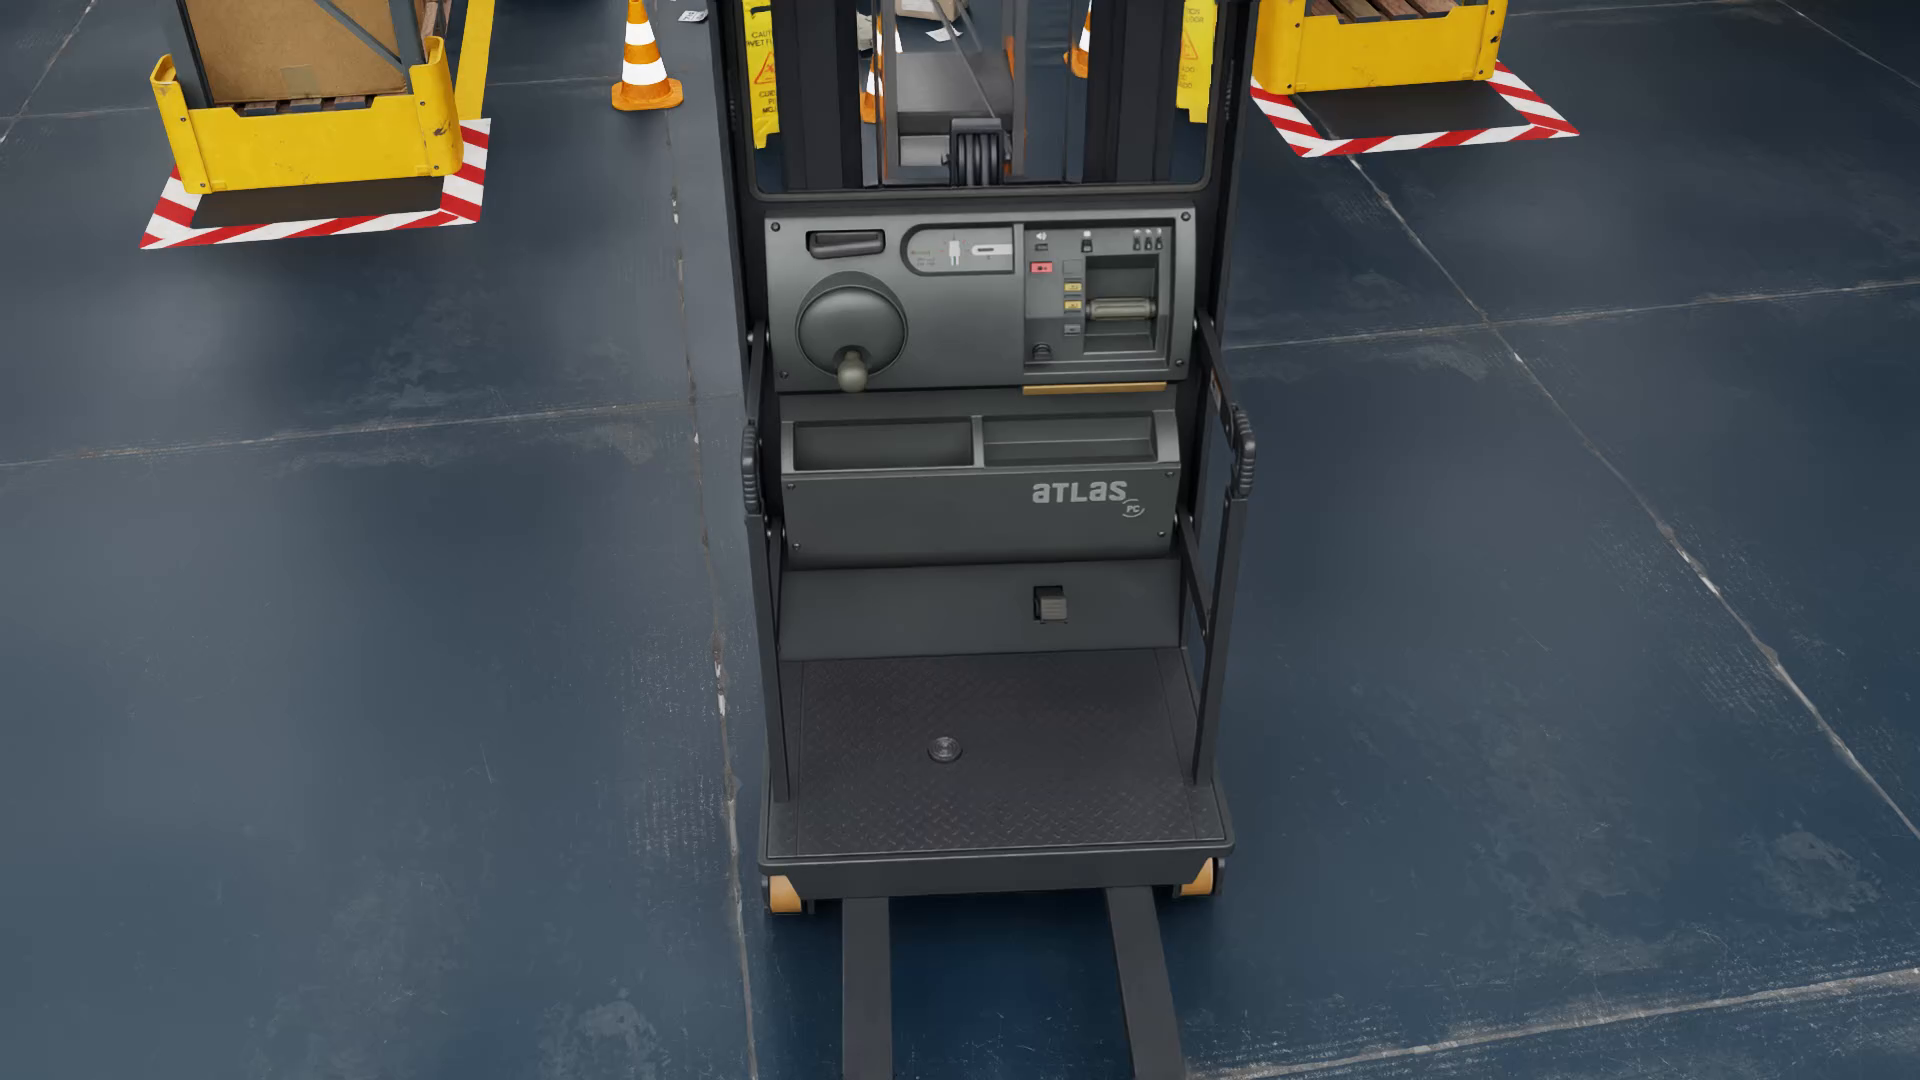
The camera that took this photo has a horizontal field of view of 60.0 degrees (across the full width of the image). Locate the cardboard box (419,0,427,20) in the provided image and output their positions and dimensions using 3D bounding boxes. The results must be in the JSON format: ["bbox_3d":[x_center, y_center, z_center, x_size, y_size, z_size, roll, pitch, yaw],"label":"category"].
[{"bbox_3d":[-3.150,-3.111,8.198,0.875,0.875,0.875,-7,38,-9],"label":"cardboard box"}]

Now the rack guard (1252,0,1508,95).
[{"bbox_3d":[2.033,-2.502,8.063,1.175,0.500,0.348,-6,38,-8],"label":"rack guard"}]

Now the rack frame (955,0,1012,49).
[{"bbox_3d":[-0.040,-1.363,5.293,0.400,2.100,0.015,-2,38,-2],"label":"rack frame"}]

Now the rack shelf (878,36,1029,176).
[{"bbox_3d":[-0.027,-1.203,5.109,0.431,0.518,0.480,-2,38,-2],"label":"rack shelf"}]

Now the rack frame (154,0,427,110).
[{"bbox_3d":[-2.810,-2.850,6.474,1.000,3.000,0.127,-6,38,-8],"label":"rack frame"}]

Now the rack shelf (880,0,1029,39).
[{"bbox_3d":[-0.027,-1.755,4.679,0.431,0.518,0.480,-2,38,-2],"label":"rack shelf"}]

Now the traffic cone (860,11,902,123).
[{"bbox_3d":[-0.333,-2.238,7.753,0.336,0.463,0.334,-6,38,-8],"label":"traffic cone"}]

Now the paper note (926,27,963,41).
[{"bbox_3d":[-0.079,-2.628,8.608,0.148,0.019,0.142,-20,42,-23],"label":"paper note"}]

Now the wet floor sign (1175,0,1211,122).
[{"bbox_3d":[1.026,-2.284,7.664,0.267,0.644,0.232,6,38,8],"label":"wet floor sign"}]

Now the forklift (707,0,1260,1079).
[{"bbox_3d":[0.061,-0.455,3.446,1.130,2.935,3.031,-2,38,-2],"label":"forklift"}]

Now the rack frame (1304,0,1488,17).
[{"bbox_3d":[2.046,-3.443,7.237,1.000,3.000,0.127,-6,38,-8],"label":"rack frame"}]

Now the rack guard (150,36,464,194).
[{"bbox_3d":[-2.805,-1.848,7.222,1.175,0.500,0.348,-6,38,-8],"label":"rack guard"}]

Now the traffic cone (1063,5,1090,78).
[{"bbox_3d":[0.701,-2.563,8.171,0.336,0.463,0.334,-6,38,-8],"label":"traffic cone"}]

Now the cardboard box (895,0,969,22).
[{"bbox_3d":[-0.172,-2.892,8.851,0.380,0.149,0.250,13,40,16],"label":"cardboard box"}]

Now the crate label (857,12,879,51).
[{"bbox_3d":[-0.531,-2.577,8.456,0.250,0.136,0.298,-27,45,-31],"label":"crate label"}]

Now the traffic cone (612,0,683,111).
[{"bbox_3d":[-1.505,-2.322,7.861,0.336,0.463,0.334,-6,38,-8],"label":"traffic cone"}]

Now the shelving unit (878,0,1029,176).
[{"bbox_3d":[-0.027,-1.213,5.100,0.431,2.100,0.503,-2,38,-2],"label":"shelving unit"}]

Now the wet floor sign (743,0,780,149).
[{"bbox_3d":[-0.855,-2.116,7.447,0.267,0.644,0.232,-13,40,-16],"label":"wet floor sign"}]

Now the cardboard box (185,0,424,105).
[{"bbox_3d":[-2.994,-2.579,7.515,0.875,0.875,0.875,-6,38,-8],"label":"cardboard box"}]

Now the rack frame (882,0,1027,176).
[{"bbox_3d":[-0.014,-1.064,4.908,0.400,2.100,0.015,-2,38,-2],"label":"rack frame"}]

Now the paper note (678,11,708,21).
[{"bbox_3d":[-1.406,-2.781,8.807,0.144,0.017,0.142,6,38,8],"label":"paper note"}]

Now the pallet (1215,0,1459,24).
[{"bbox_3d":[1.925,-2.883,8.788,1.003,0.211,1.213,-6,38,-8],"label":"pallet"}]

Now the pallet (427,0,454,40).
[{"bbox_3d":[-3.237,-2.959,8.886,1.003,0.211,1.213,-6,38,-8],"label":"pallet"}]

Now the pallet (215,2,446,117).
[{"bbox_3d":[-3.027,-2.223,7.940,1.003,0.211,1.213,-6,38,-8],"label":"pallet"}]
